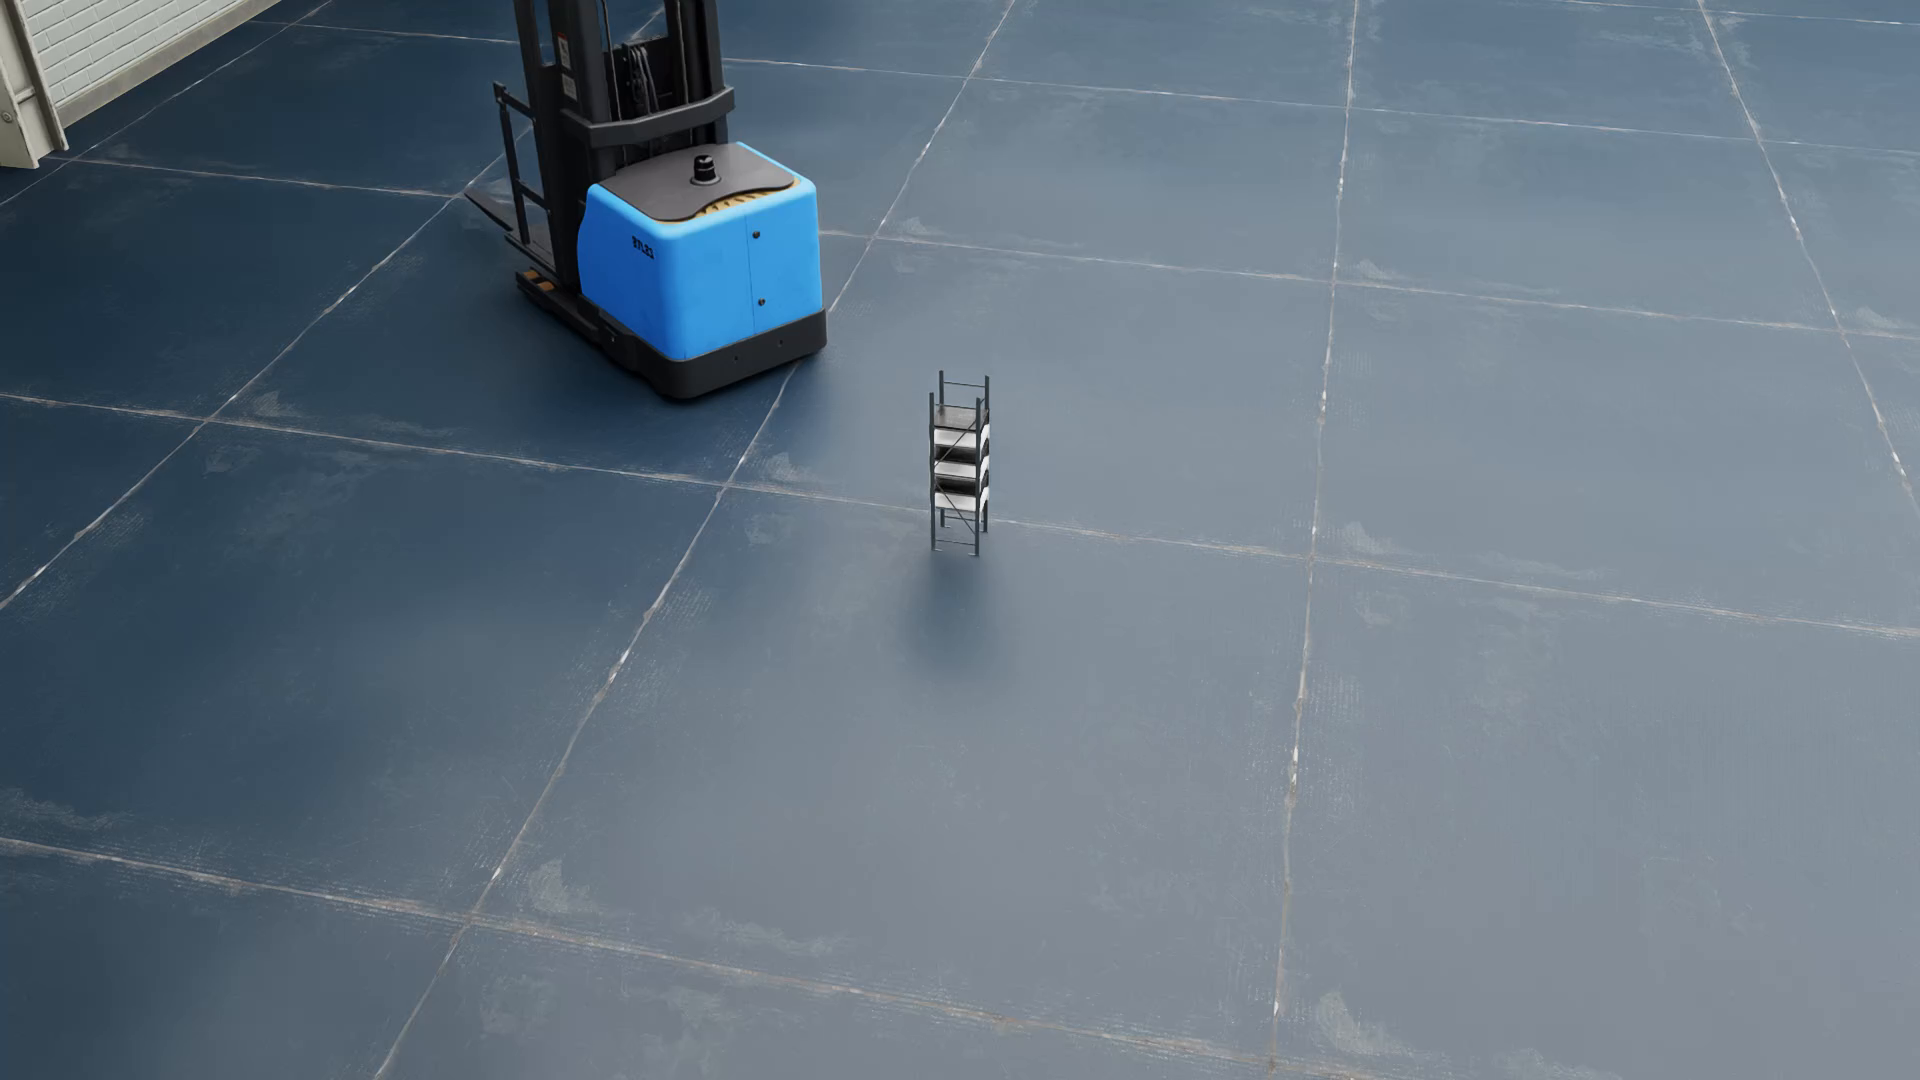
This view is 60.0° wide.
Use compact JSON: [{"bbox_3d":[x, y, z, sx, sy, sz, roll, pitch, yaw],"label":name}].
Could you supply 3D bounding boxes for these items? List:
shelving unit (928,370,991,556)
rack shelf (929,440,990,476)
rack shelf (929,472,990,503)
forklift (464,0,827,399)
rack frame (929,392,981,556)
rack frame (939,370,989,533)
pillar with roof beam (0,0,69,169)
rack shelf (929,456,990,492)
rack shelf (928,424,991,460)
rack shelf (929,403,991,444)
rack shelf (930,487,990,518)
[{"bbox_3d":[-0.002,-0.360,7.980,0.258,0.900,0.210,7,37,10],"label":"shelving unit"},{"bbox_3d":[-0.002,-0.406,7.946,0.258,0.077,0.200,7,37,10],"label":"rack shelf"},{"bbox_3d":[-0.002,-0.260,8.052,0.258,0.077,0.200,7,37,10],"label":"rack shelf"},{"bbox_3d":[-2.095,-2.769,9.572,1.130,2.935,3.031,-25,43,-31],"label":"forklift"},{"bbox_3d":[-0.023,-0.301,7.899,0.240,0.900,0.006,7,37,10],"label":"rack frame"},{"bbox_3d":[0.020,-0.418,8.060,0.240,0.900,0.006,7,37,10],"label":"rack frame"},{"bbox_3d":[-2.536,-5.896,8.717,9.100,9.000,0.400,7,37,10],"label":"pillar with roof beam"},{"bbox_3d":[-0.002,-0.333,7.999,0.258,0.077,0.200,7,37,10],"label":"rack shelf"},{"bbox_3d":[-0.002,-0.478,7.893,0.258,0.077,0.200,7,37,10],"label":"rack shelf"},{"bbox_3d":[-0.002,-0.551,7.841,0.258,0.077,0.200,7,37,10],"label":"rack shelf"},{"bbox_3d":[-0.002,-0.187,8.105,0.258,0.077,0.200,7,37,10],"label":"rack shelf"}]
